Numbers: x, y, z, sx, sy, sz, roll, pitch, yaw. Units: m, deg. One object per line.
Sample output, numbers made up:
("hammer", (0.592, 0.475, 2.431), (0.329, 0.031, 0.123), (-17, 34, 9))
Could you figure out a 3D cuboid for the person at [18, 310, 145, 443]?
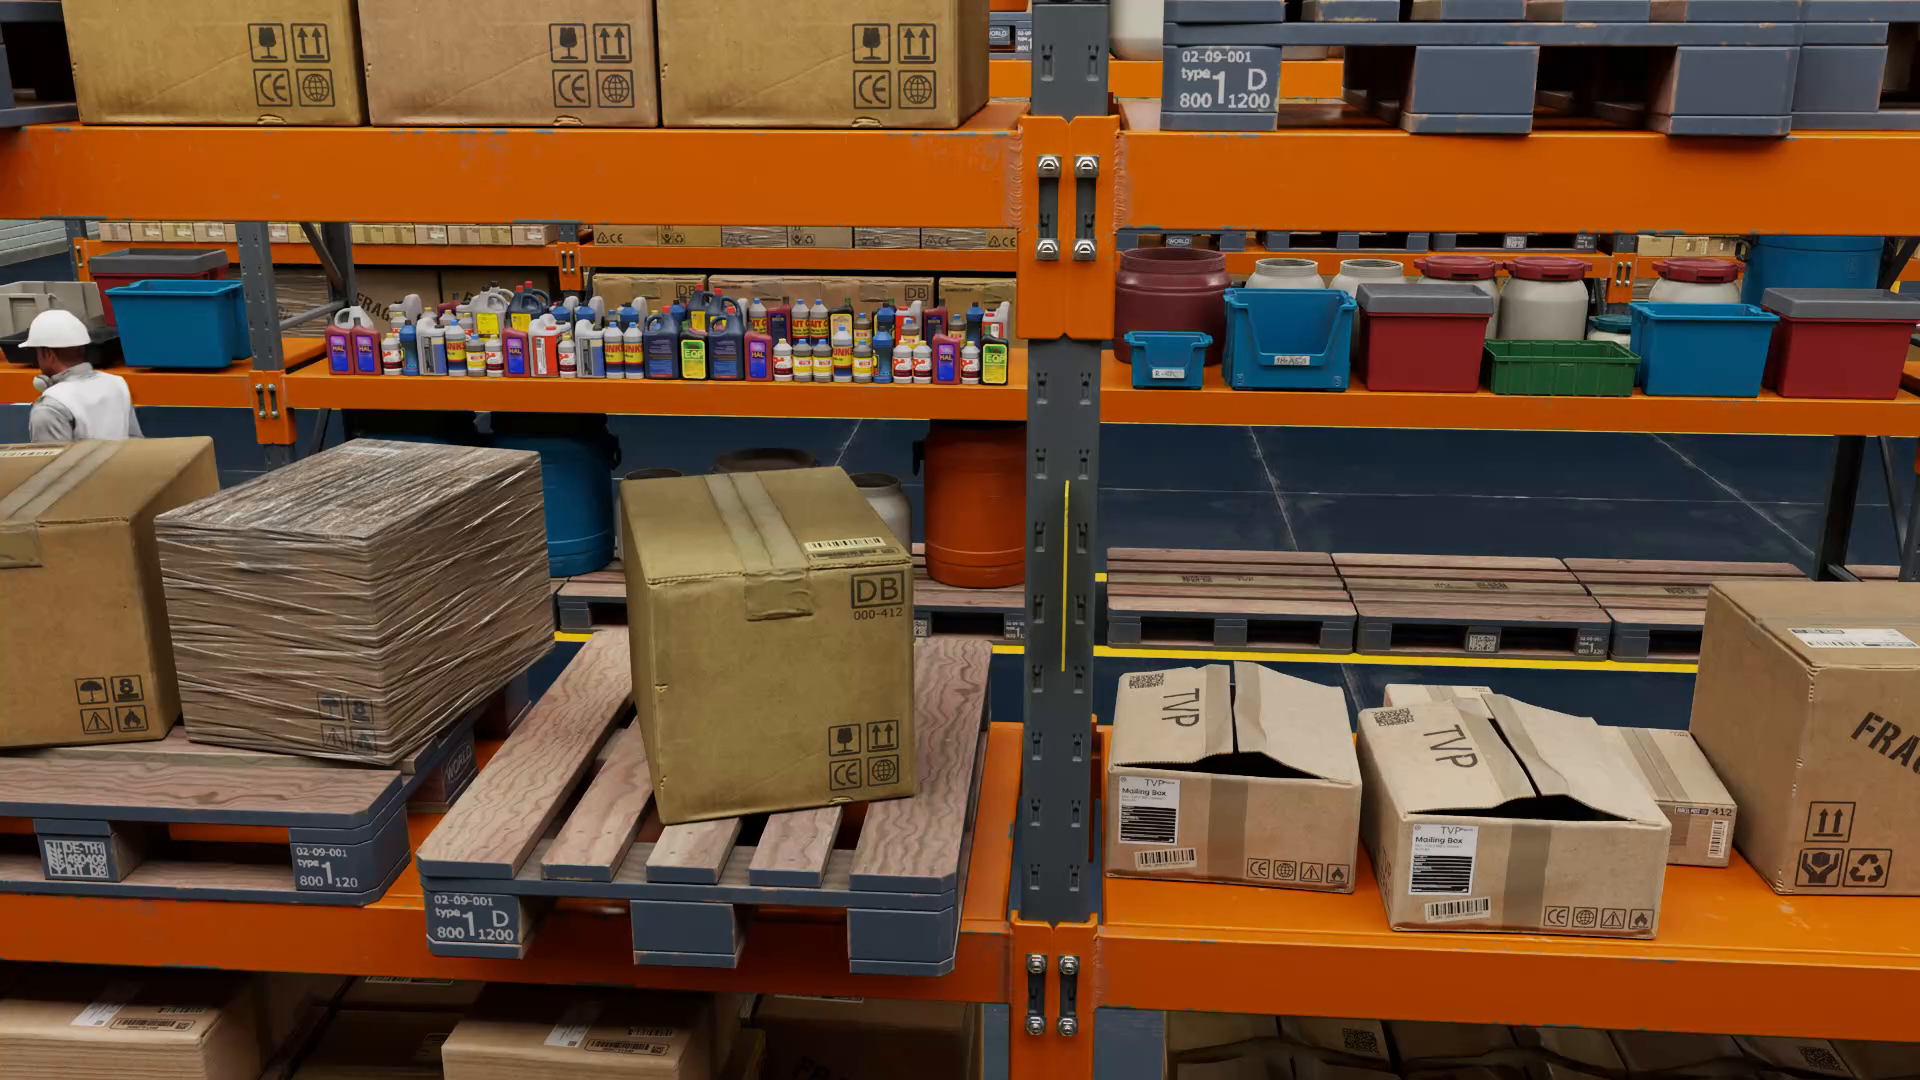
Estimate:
("person", (-3.784, -0.132, 7.346), (0.514, 1.763, 0.573), (5, 18, 15))
